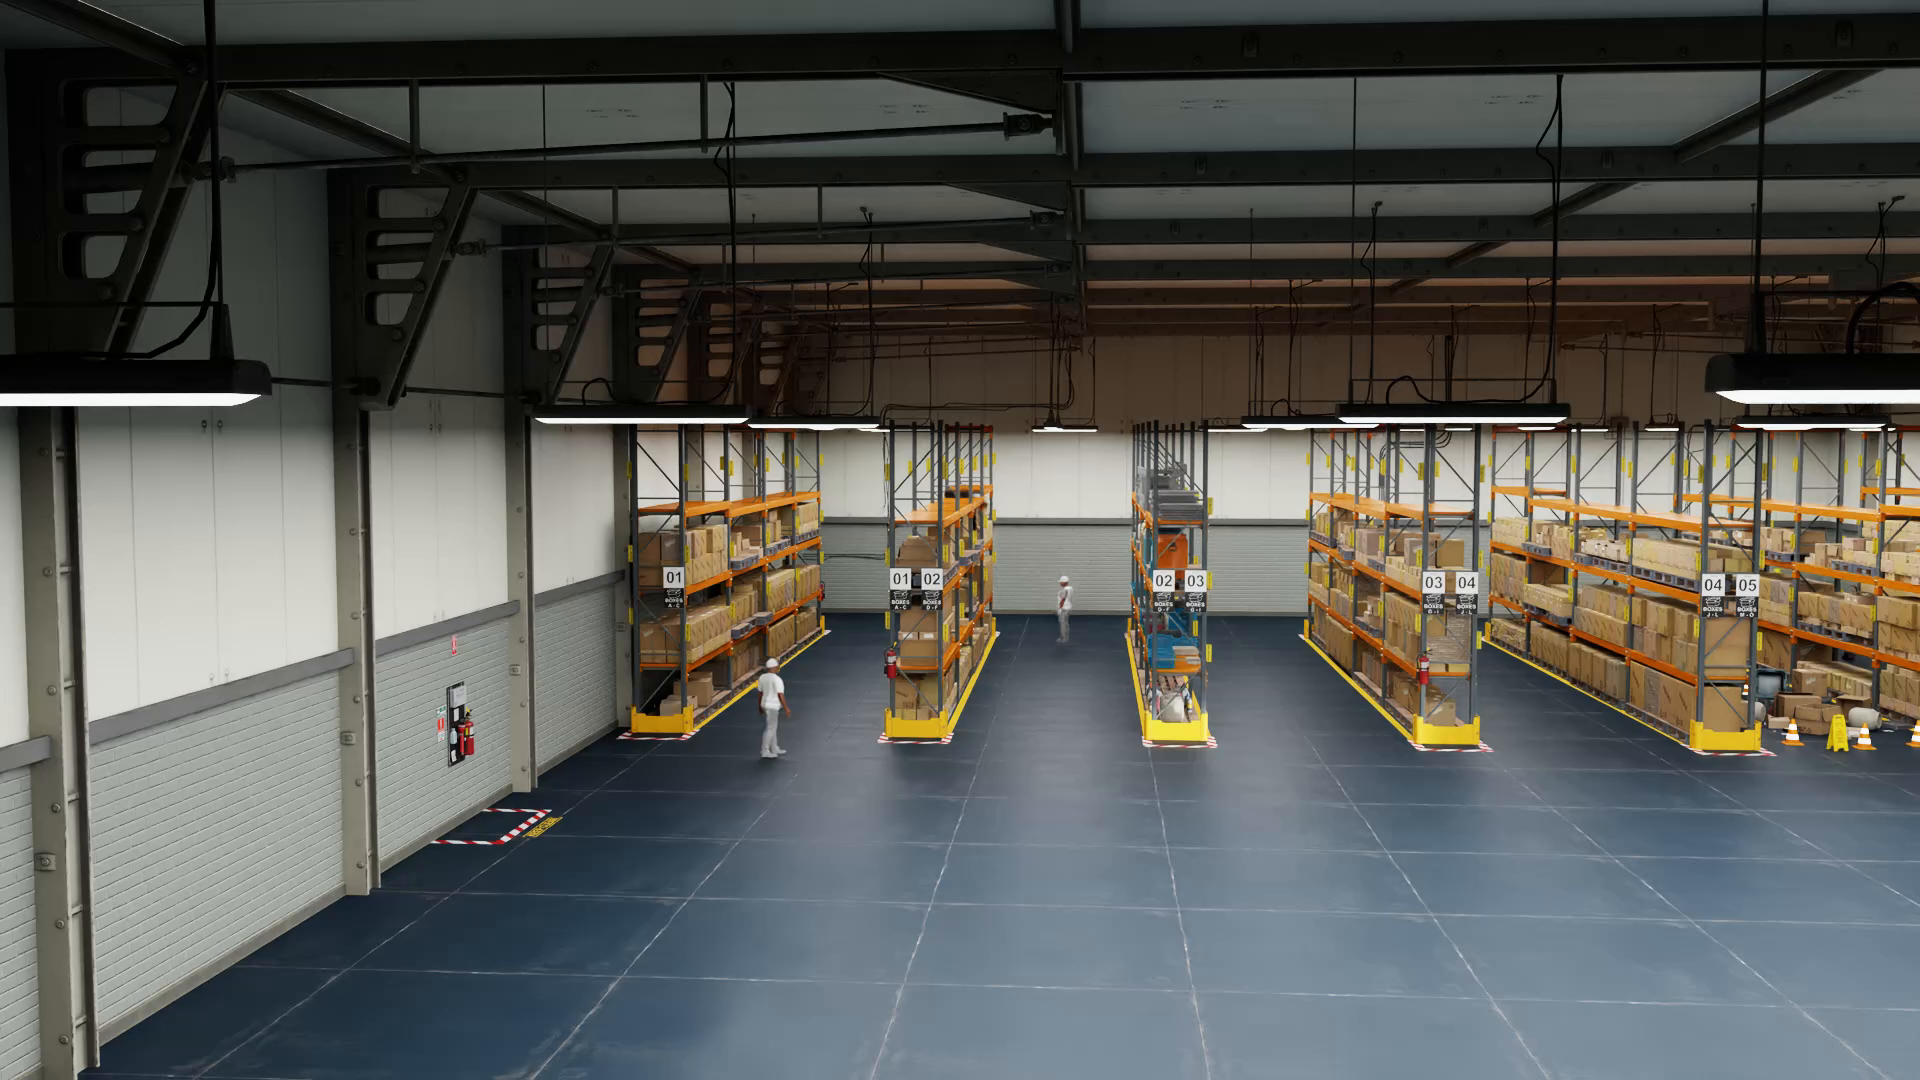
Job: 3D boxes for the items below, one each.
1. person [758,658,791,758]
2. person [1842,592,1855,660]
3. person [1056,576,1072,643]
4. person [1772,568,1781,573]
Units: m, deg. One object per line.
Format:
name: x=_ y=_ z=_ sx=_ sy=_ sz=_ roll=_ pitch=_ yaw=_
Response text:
person: x=-3.273 y=2.981 z=29.545 sx=0.569 sy=1.761 sz=0.612 roll=-2 pitch=4 yaw=-25
person: x=22.462 y=2.201 z=42.057 sx=0.597 sy=1.755 sz=0.607 roll=-1 pitch=4 yaw=-14
person: x=2.752 y=1.861 z=44.567 sx=0.428 sy=1.790 sz=0.565 roll=1 pitch=4 yaw=18
person: x=24.044 y=1.729 z=49.038 sx=0.533 sy=1.788 sz=0.593 roll=-1 pitch=4 yaw=-12
